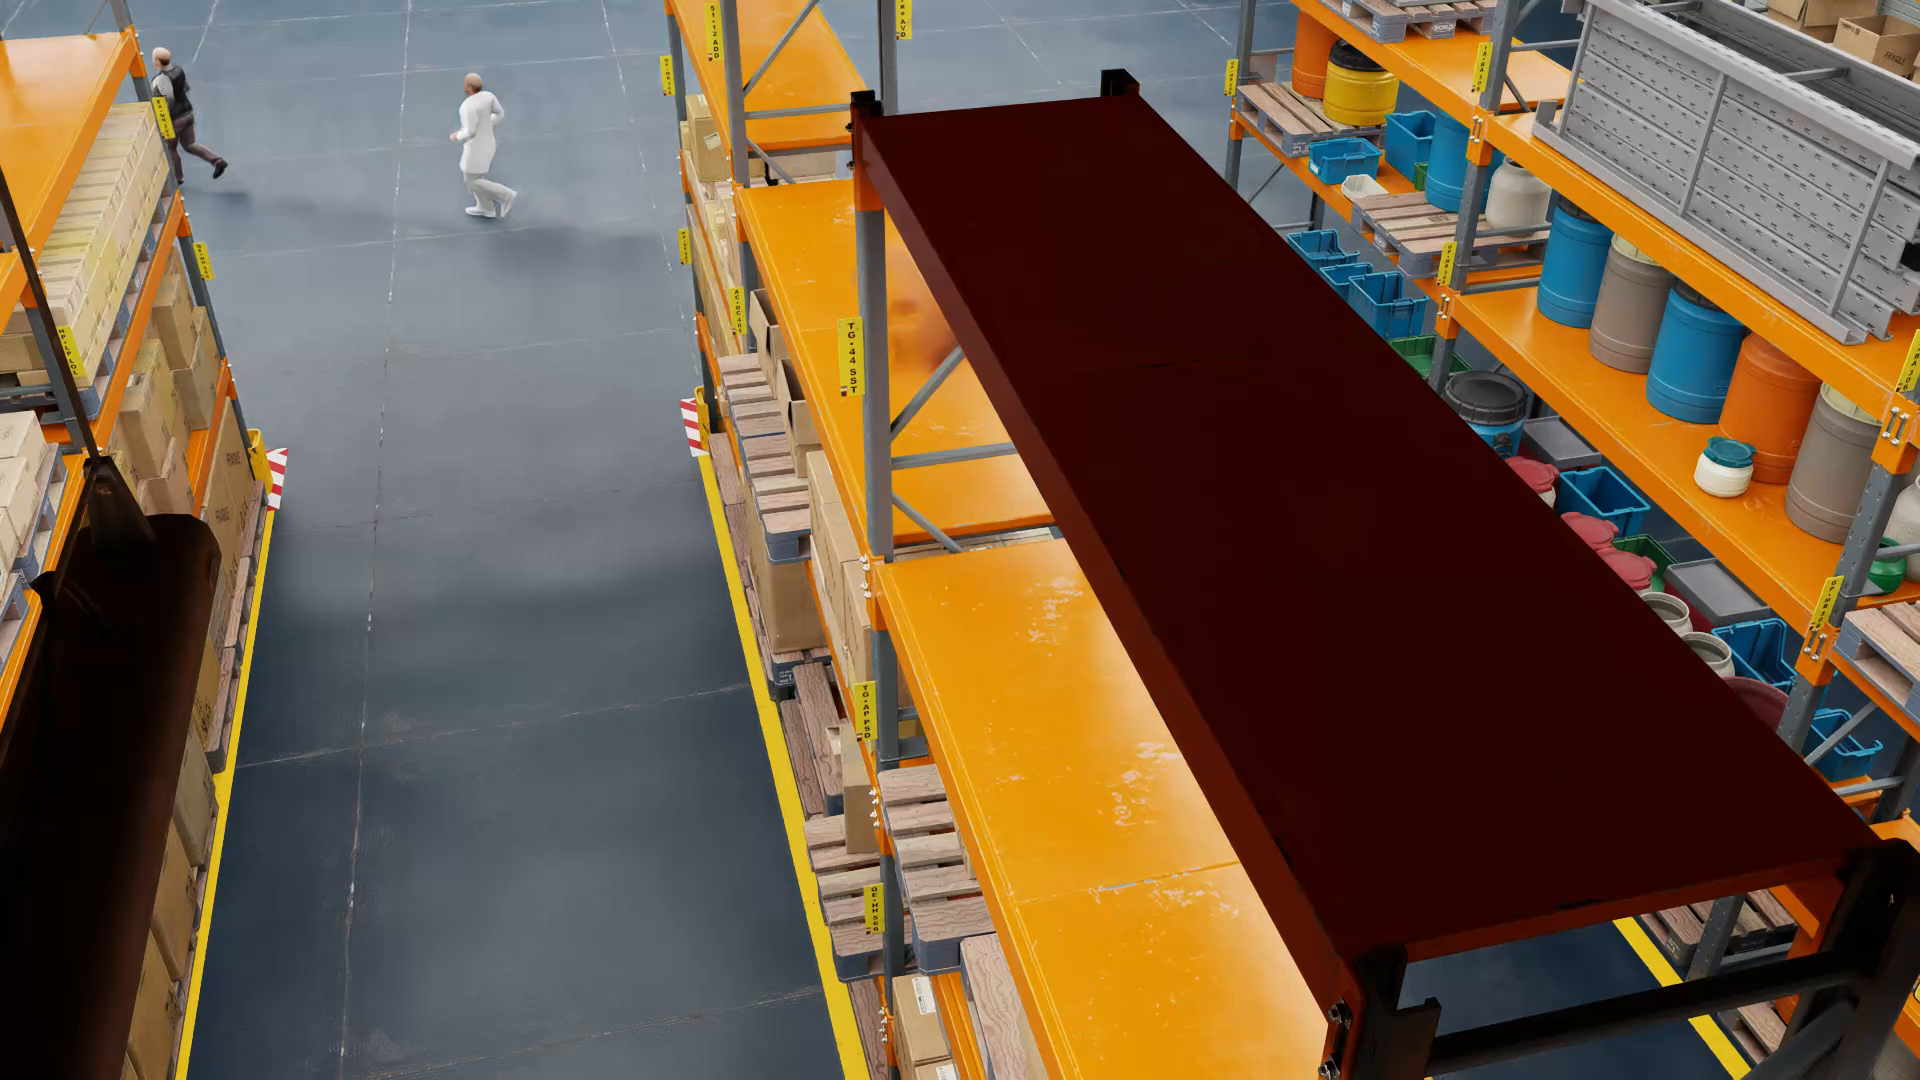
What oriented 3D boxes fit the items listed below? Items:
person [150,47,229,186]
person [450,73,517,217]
[{"bbox_3d":[-9.376,-5.047,19.934,0.935,1.718,0.661,7,35,11],"label":"person"},{"bbox_3d":[-5.489,-4.532,19.174,0.753,1.729,0.711,8,35,12],"label":"person"}]
